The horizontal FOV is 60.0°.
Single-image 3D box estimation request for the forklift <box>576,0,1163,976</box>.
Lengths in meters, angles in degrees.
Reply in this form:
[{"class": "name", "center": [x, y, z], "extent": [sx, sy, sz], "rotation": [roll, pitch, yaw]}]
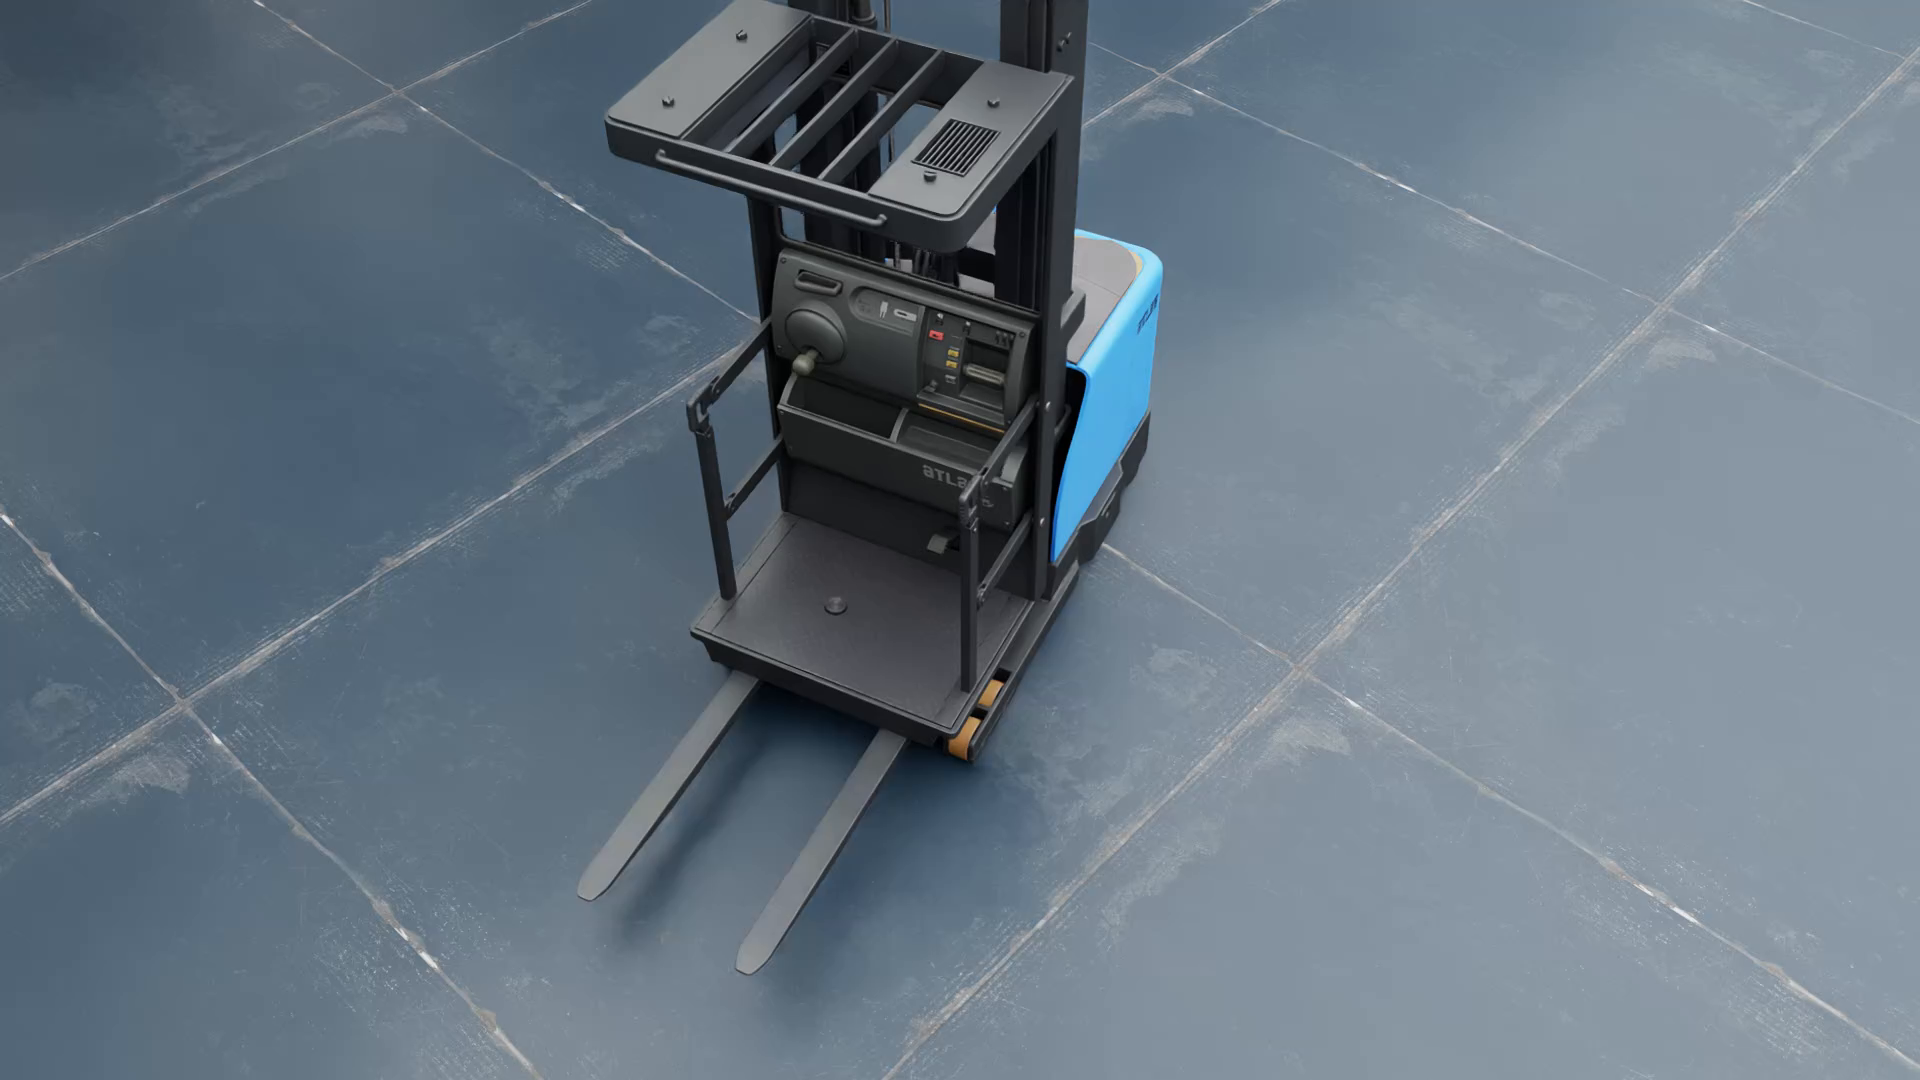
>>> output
[{"class": "forklift", "center": [-0.298, -0.570, 5.383], "extent": [1.130, 2.935, 3.031], "rotation": [20, 50, 17]}]
